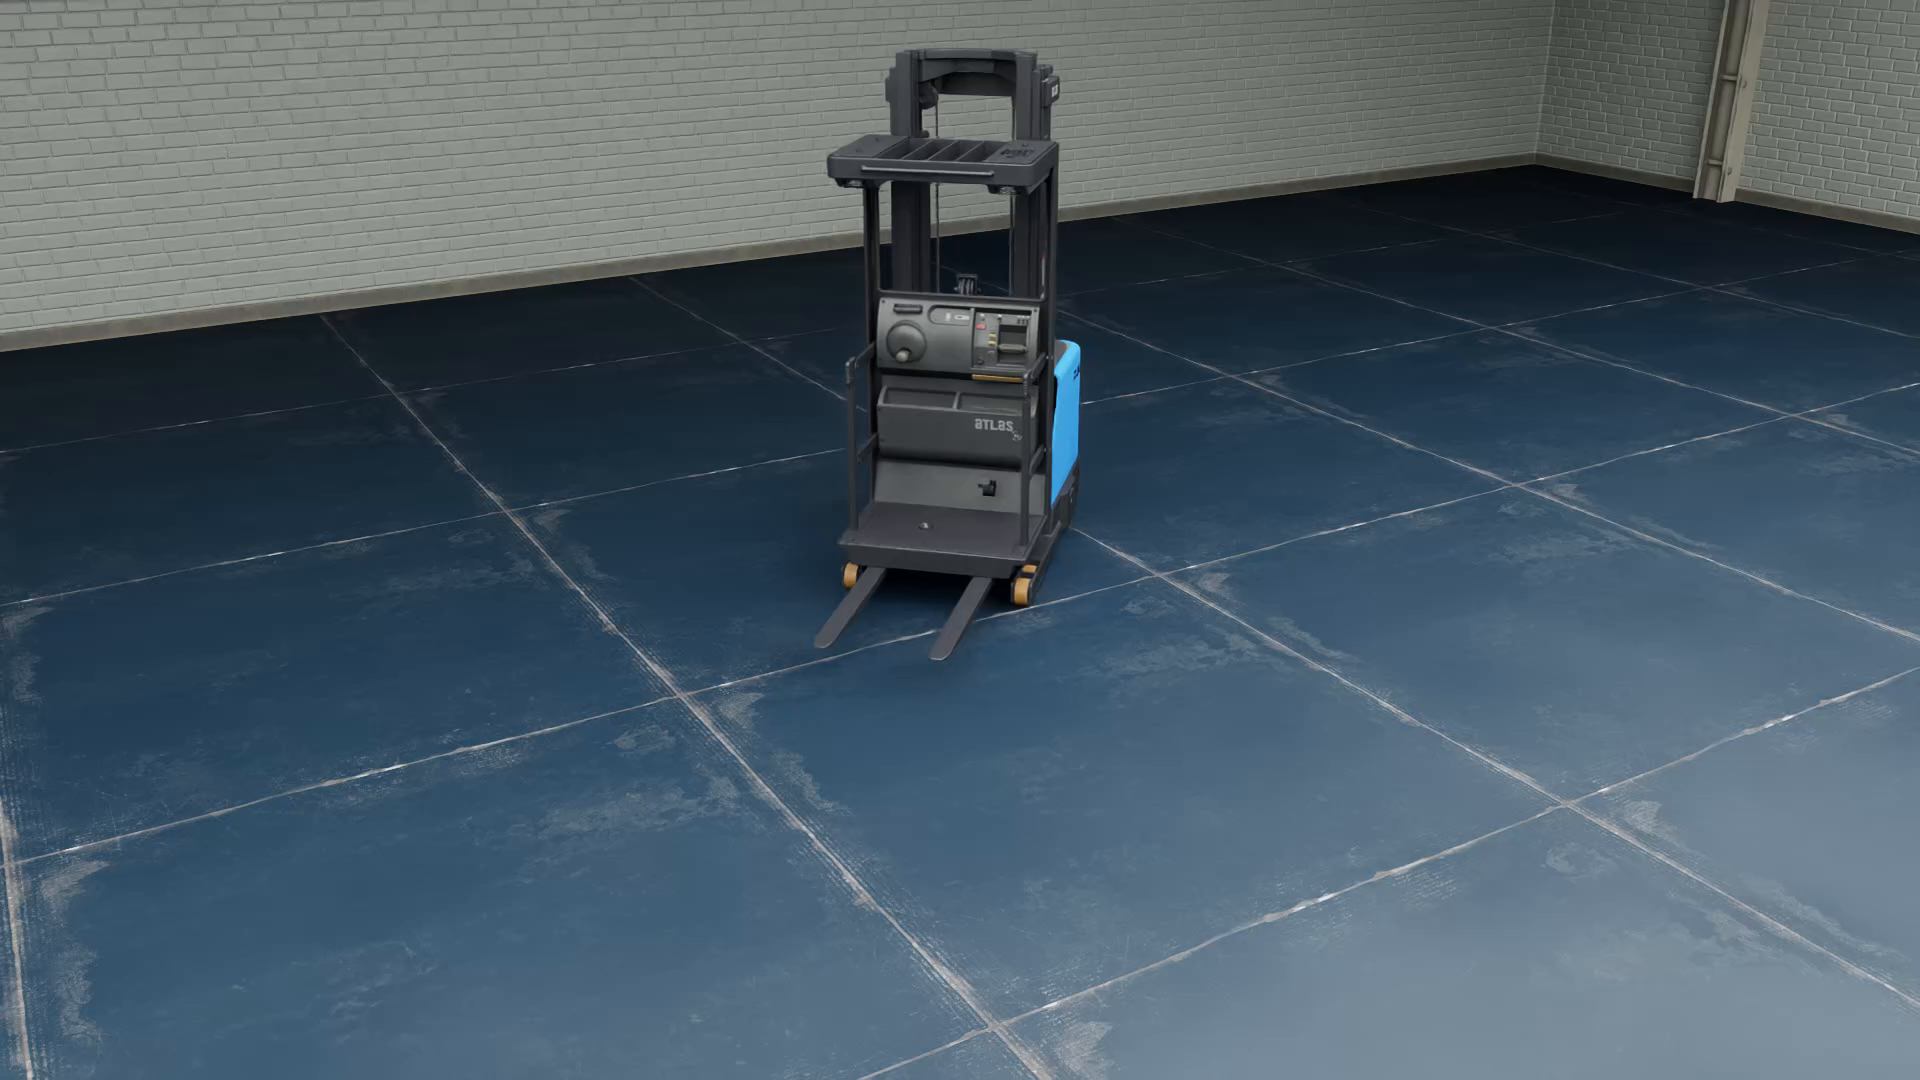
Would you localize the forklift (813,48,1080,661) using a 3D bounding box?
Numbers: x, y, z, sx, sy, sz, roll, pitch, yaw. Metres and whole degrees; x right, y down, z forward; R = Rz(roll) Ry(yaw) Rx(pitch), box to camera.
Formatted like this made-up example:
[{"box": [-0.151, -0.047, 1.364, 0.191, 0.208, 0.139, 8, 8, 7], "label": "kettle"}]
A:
[{"box": [-0.061, -1.138, 9.220, 1.130, 2.935, 3.031, 5, 23, 12], "label": "forklift"}]

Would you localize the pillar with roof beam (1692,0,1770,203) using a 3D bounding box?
[{"box": [5.735, -7.611, 17.085, 9.100, 9.000, 0.400, -13, 25, -28], "label": "pillar with roof beam"}]
